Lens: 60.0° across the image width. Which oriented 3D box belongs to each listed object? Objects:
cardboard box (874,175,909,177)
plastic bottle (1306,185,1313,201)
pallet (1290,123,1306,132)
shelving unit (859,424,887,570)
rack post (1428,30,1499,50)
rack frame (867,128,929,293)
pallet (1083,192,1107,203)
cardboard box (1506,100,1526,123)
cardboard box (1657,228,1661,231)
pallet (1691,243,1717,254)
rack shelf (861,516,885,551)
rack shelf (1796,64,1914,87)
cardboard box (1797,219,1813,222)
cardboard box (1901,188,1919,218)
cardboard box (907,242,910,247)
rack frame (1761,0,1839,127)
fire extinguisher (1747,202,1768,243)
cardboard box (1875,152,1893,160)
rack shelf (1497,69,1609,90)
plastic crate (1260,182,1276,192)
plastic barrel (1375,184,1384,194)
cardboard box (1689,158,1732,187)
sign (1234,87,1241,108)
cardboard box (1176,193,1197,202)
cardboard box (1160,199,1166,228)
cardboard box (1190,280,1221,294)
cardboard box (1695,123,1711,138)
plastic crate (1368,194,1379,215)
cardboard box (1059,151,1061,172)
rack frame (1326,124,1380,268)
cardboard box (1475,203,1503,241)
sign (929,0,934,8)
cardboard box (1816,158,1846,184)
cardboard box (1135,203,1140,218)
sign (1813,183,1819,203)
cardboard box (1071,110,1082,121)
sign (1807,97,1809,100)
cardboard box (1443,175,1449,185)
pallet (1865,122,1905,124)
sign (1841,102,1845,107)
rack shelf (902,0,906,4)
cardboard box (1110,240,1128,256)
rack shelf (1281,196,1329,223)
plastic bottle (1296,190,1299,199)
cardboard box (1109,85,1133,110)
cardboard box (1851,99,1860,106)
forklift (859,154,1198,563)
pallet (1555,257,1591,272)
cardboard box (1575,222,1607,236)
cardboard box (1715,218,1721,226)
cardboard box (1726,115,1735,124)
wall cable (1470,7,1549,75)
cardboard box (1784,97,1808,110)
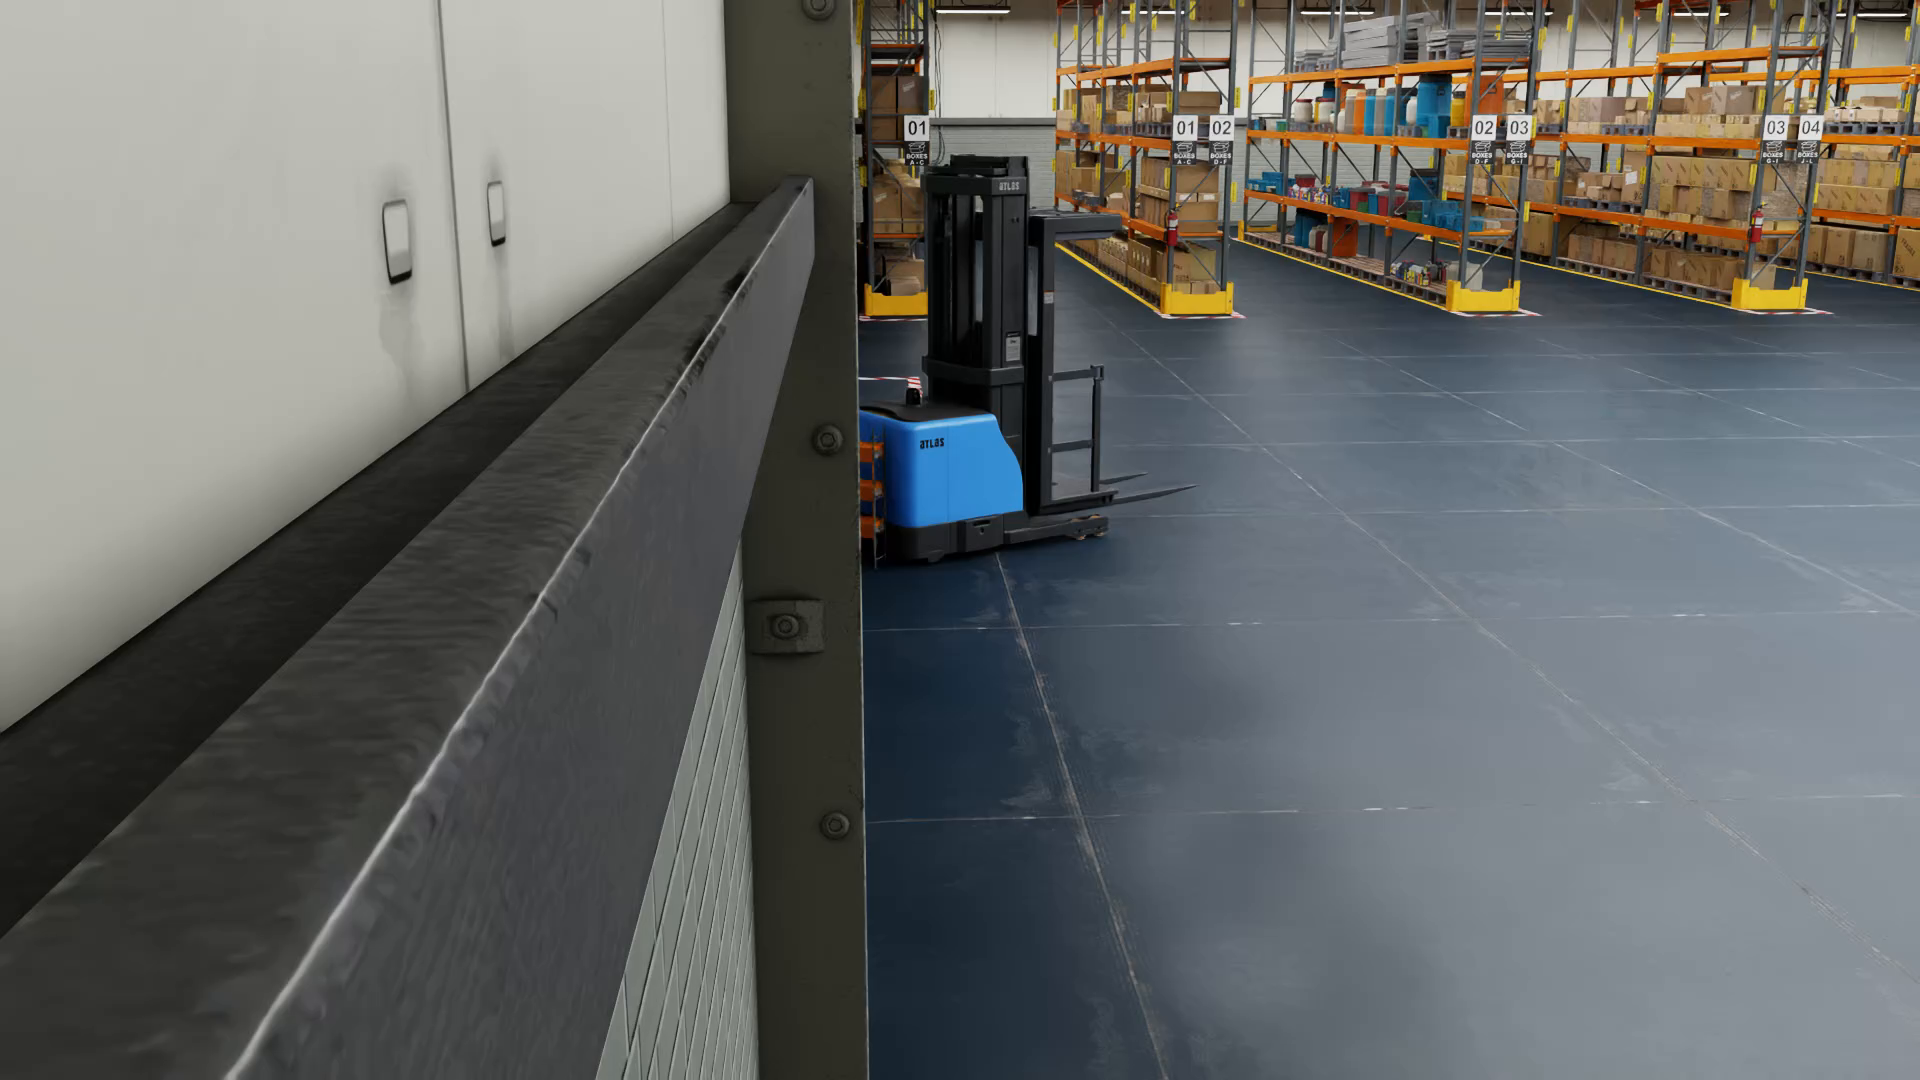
[{"bbox_3d":[-1.355,-7.005,33.150,0.700,0.500,0.500,-1,14,-3],"label":"cardboard box"},{"bbox_3d":[7.885,-7.797,37.409,0.144,0.351,0.185,-1,14,-3],"label":"plastic bottle"},{"bbox_3d":[8.292,-9.486,38.233,1.213,0.211,1.003,-1,14,-3],"label":"pallet"},{"bbox_3d":[-0.699,-0.321,12.168,0.252,1.050,0.215,6,16,22],"label":"shelving unit"},{"bbox_3d":[8.739,-8.684,28.869,0.937,0.300,0.954,-1,14,-4],"label":"rack post"},{"bbox_3d":[-0.998,-5.181,27.142,1.000,3.000,0.127,-1,14,-3],"label":"rack frame"},{"bbox_3d":[3.325,-7.638,37.079,1.003,0.211,1.213,-1,14,-3],"label":"pallet"},{"bbox_3d":[13.136,-9.955,38.634,0.700,0.500,0.500,-1,14,-2],"label":"cardboard box"},{"bbox_3d":[17.697,-7.813,41.656,0.380,0.149,0.250,-2,15,-6],"label":"cardboard box"},{"bbox_3d":[18.096,-6.902,39.427,1.003,0.211,1.213,-1,14,-3],"label":"pallet"},{"bbox_3d":[-0.699,-0.042,12.240,0.240,0.259,0.215,6,16,22],"label":"rack shelf"},{"bbox_3d":[18.418,-9.317,33.425,1.077,0.370,4.000,-1,14,-3],"label":"rack shelf"},{"bbox_3d":[18.493,-6.982,36.813,0.500,0.250,0.500,-2,15,-6],"label":"cardboard box"},{"bbox_3d":[18.577,-6.437,31.725,0.875,0.550,0.550,-1,14,-3],"label":"cardboard box"},{"bbox_3d":[-1.397,-5.994,34.438,0.700,0.500,0.500,-1,14,-3],"label":"cardboard box"},{"bbox_3d":[13.833,-8.315,27.286,1.000,3.000,0.127,-1,14,-3],"label":"rack frame"},{"bbox_3d":[13.380,-5.337,27.905,0.296,0.674,0.183,-1,14,-3],"label":"fire extinguisher"},{"bbox_3d":[22.676,-9.193,40.529,0.500,0.500,0.500,-1,14,-4],"label":"cardboard box"},{"bbox_3d":[13.214,-10.260,37.091,1.077,0.370,4.000,-1,14,-3],"label":"rack shelf"},{"bbox_3d":[7.685,-8.792,41.394,0.416,0.233,0.300,-1,14,-3],"label":"plastic crate"},{"bbox_3d":[8.697,-7.020,34.066,0.421,0.512,0.421,0,14,0],"label":"plastic barrel"},{"bbox_3d":[13.465,-6.593,29.826,0.500,0.500,0.500,-1,14,-3],"label":"cardboard box"},{"bbox_3d":[4.500,-7.179,26.977,0.100,0.325,0.005,-1,14,-3],"label":"sign"},{"bbox_3d":[3.732,-5.713,27.707,0.380,0.149,0.250,-1,14,-4],"label":"cardboard box"},{"bbox_3d":[3.867,-5.677,28.870,0.700,0.500,0.500,-1,14,-3],"label":"cardboard box"},{"bbox_3d":[4.135,-4.267,28.264,0.500,0.250,0.500,-1,14,-3],"label":"cardboard box"},{"bbox_3d":[13.456,-7.283,29.593,0.500,0.250,0.500,-1,14,-4],"label":"cardboard box"},{"bbox_3d":[8.263,-6.590,32.652,0.392,0.384,0.575,-1,14,-3],"label":"plastic crate"},{"bbox_3d":[2.759,-9.526,41.821,0.500,0.500,0.500,-1,14,-3],"label":"cardboard box"},{"bbox_3d":[8.394,-7.323,35.469,1.000,3.000,0.127,-1,14,-3],"label":"rack frame"},{"bbox_3d":[13.129,-7.734,40.488,0.875,0.875,0.875,-1,14,-3],"label":"cardboard box"},{"bbox_3d":[-0.457,-8.585,26.300,0.100,0.325,0.005,-1,14,-3],"label":"sign"},{"bbox_3d":[18.345,-7.746,34.906,0.700,0.500,0.500,-1,14,-4],"label":"cardboard box"},{"bbox_3d":[3.624,-6.302,31.801,0.500,0.250,0.500,0,14,0],"label":"cardboard box"},{"bbox_3d":[14.375,-5.838,27.958,0.100,0.325,0.005,-1,14,-3],"label":"sign"},{"bbox_3d":[2.901,-9.981,39.078,0.500,0.250,0.500,-1,14,-3],"label":"cardboard box"},{"bbox_3d":[22.179,-11.449,43.573,0.100,0.325,0.005,-1,14,-3],"label":"sign"},{"bbox_3d":[12.641,-9.208,42.498,0.500,0.250,0.500,-1,14,-4],"label":"cardboard box"},{"bbox_3d":[22.941,-10.161,40.656,1.003,0.211,1.213,-1,14,-3],"label":"pallet"},{"bbox_3d":[18.849,-9.199,35.543,0.100,0.325,0.005,-1,14,-3],"label":"sign"},{"bbox_3d":[-1.618,-11.834,35.736,1.077,0.370,4.000,-1,14,-3],"label":"rack shelf"},{"bbox_3d":[3.292,-5.871,33.375,0.500,0.311,0.500,-1,14,-4],"label":"cardboard box"},{"bbox_3d":[8.270,-7.472,37.492,1.077,0.370,4.000,-1,14,-3],"label":"rack shelf"},{"bbox_3d":[7.803,-7.956,38.328,0.097,0.201,0.097,0,14,0],"label":"plastic bottle"},{"bbox_3d":[3.429,-9.342,35.086,0.500,0.500,0.500,-1,14,-3],"label":"cardboard box"},{"bbox_3d":[22.708,-10.791,41.685,0.500,0.500,0.500,-1,14,-2],"label":"cardboard box"},{"bbox_3d":[0.561,-1.517,13.039,3.031,2.935,1.130,-10,17,-34],"label":"forklift"},{"bbox_3d":[13.385,-5.855,35.358,1.003,0.211,1.213,-1,14,-3],"label":"pallet"},{"bbox_3d":[13.409,-6.599,35.283,0.500,0.250,0.500,0,14,-1],"label":"cardboard box"},{"bbox_3d":[13.554,-5.605,29.295,0.380,0.149,0.250,-1,14,-3],"label":"cardboard box"},{"bbox_3d":[13.440,-7.242,28.636,0.380,0.149,0.250,-1,14,-3],"label":"cardboard box"},{"bbox_3d":[15.932,-15.312,48.023,2.277,5.999,0.120,-1,14,-3],"label":"wall cable"},{"bbox_3d":[18.010,-9.419,35.860,0.396,0.266,0.258,-1,14,-3],"label":"cardboard box"}]
